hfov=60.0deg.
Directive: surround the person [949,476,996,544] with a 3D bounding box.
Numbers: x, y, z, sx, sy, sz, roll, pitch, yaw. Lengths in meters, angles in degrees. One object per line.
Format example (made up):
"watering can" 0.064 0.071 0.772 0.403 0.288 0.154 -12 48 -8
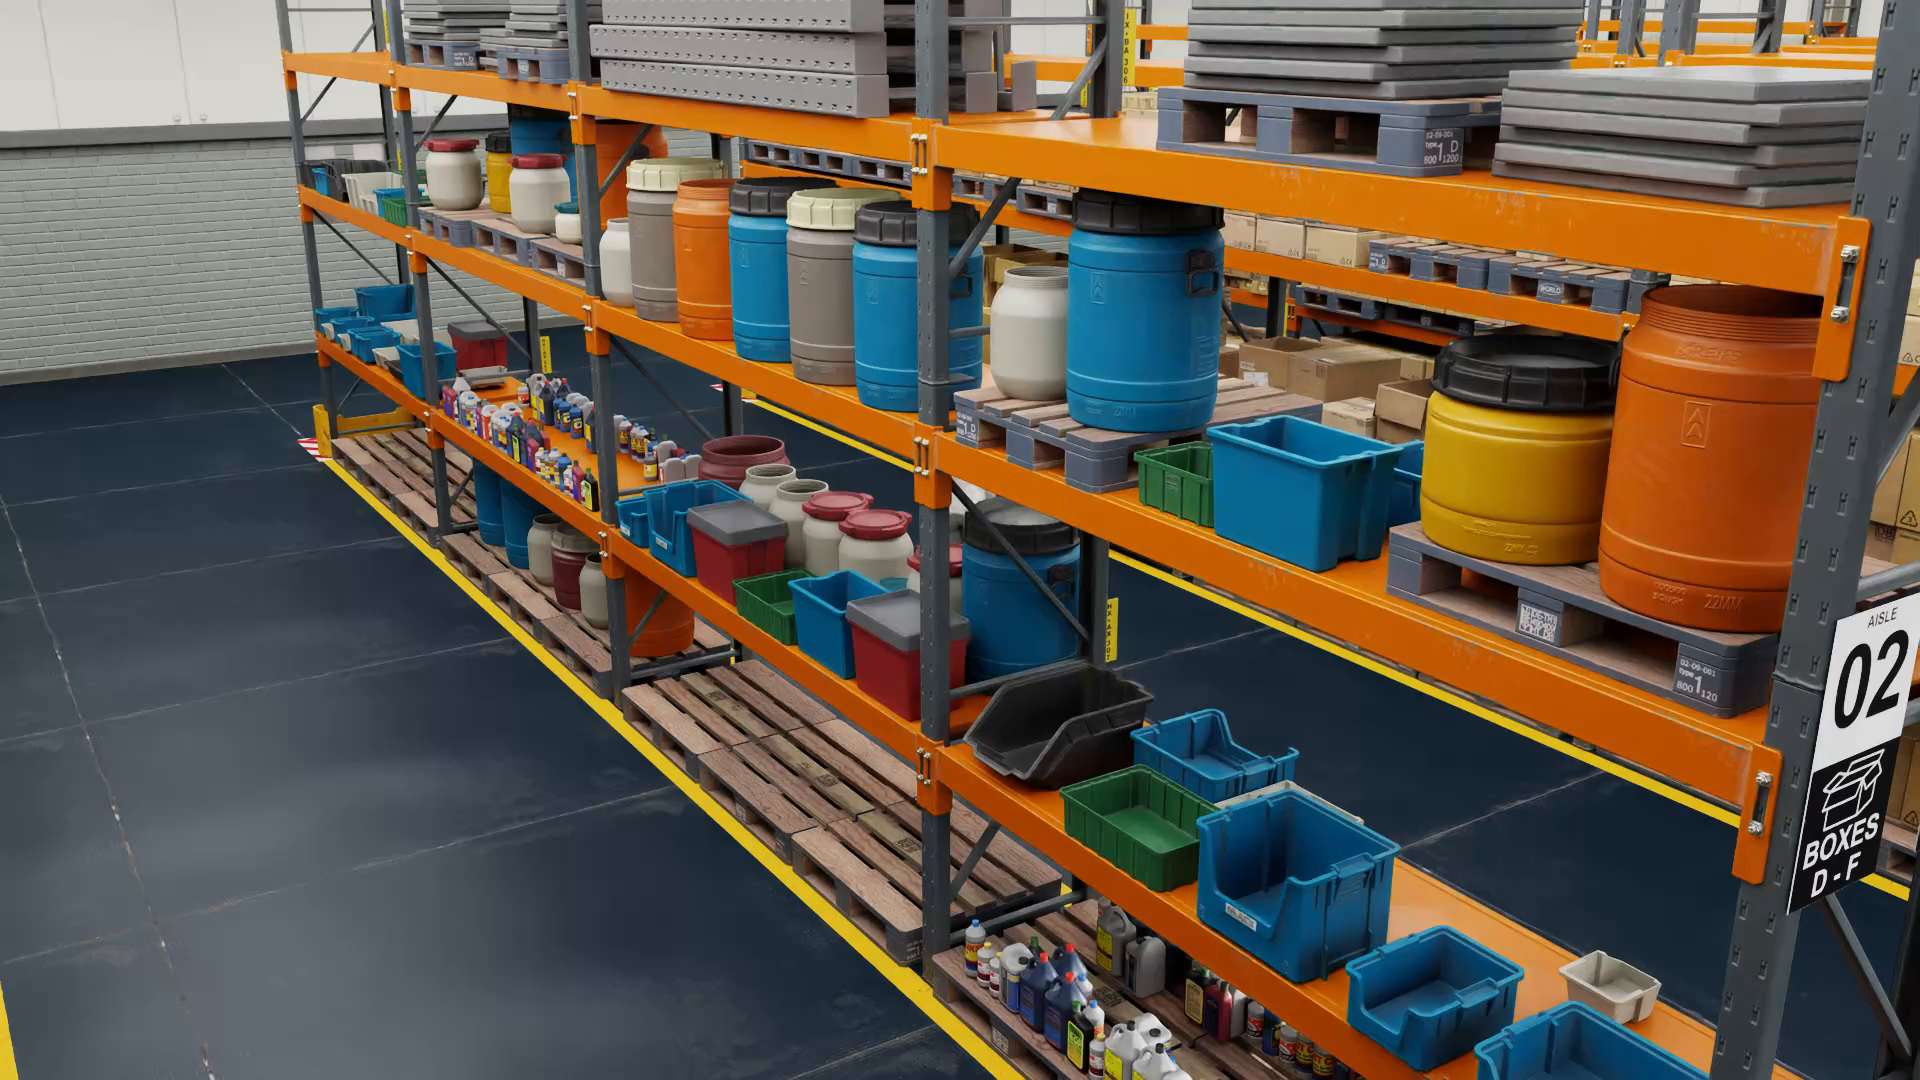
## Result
"person" 0.032 -0.236 12.766 0.568 1.803 0.505 2 18 5
